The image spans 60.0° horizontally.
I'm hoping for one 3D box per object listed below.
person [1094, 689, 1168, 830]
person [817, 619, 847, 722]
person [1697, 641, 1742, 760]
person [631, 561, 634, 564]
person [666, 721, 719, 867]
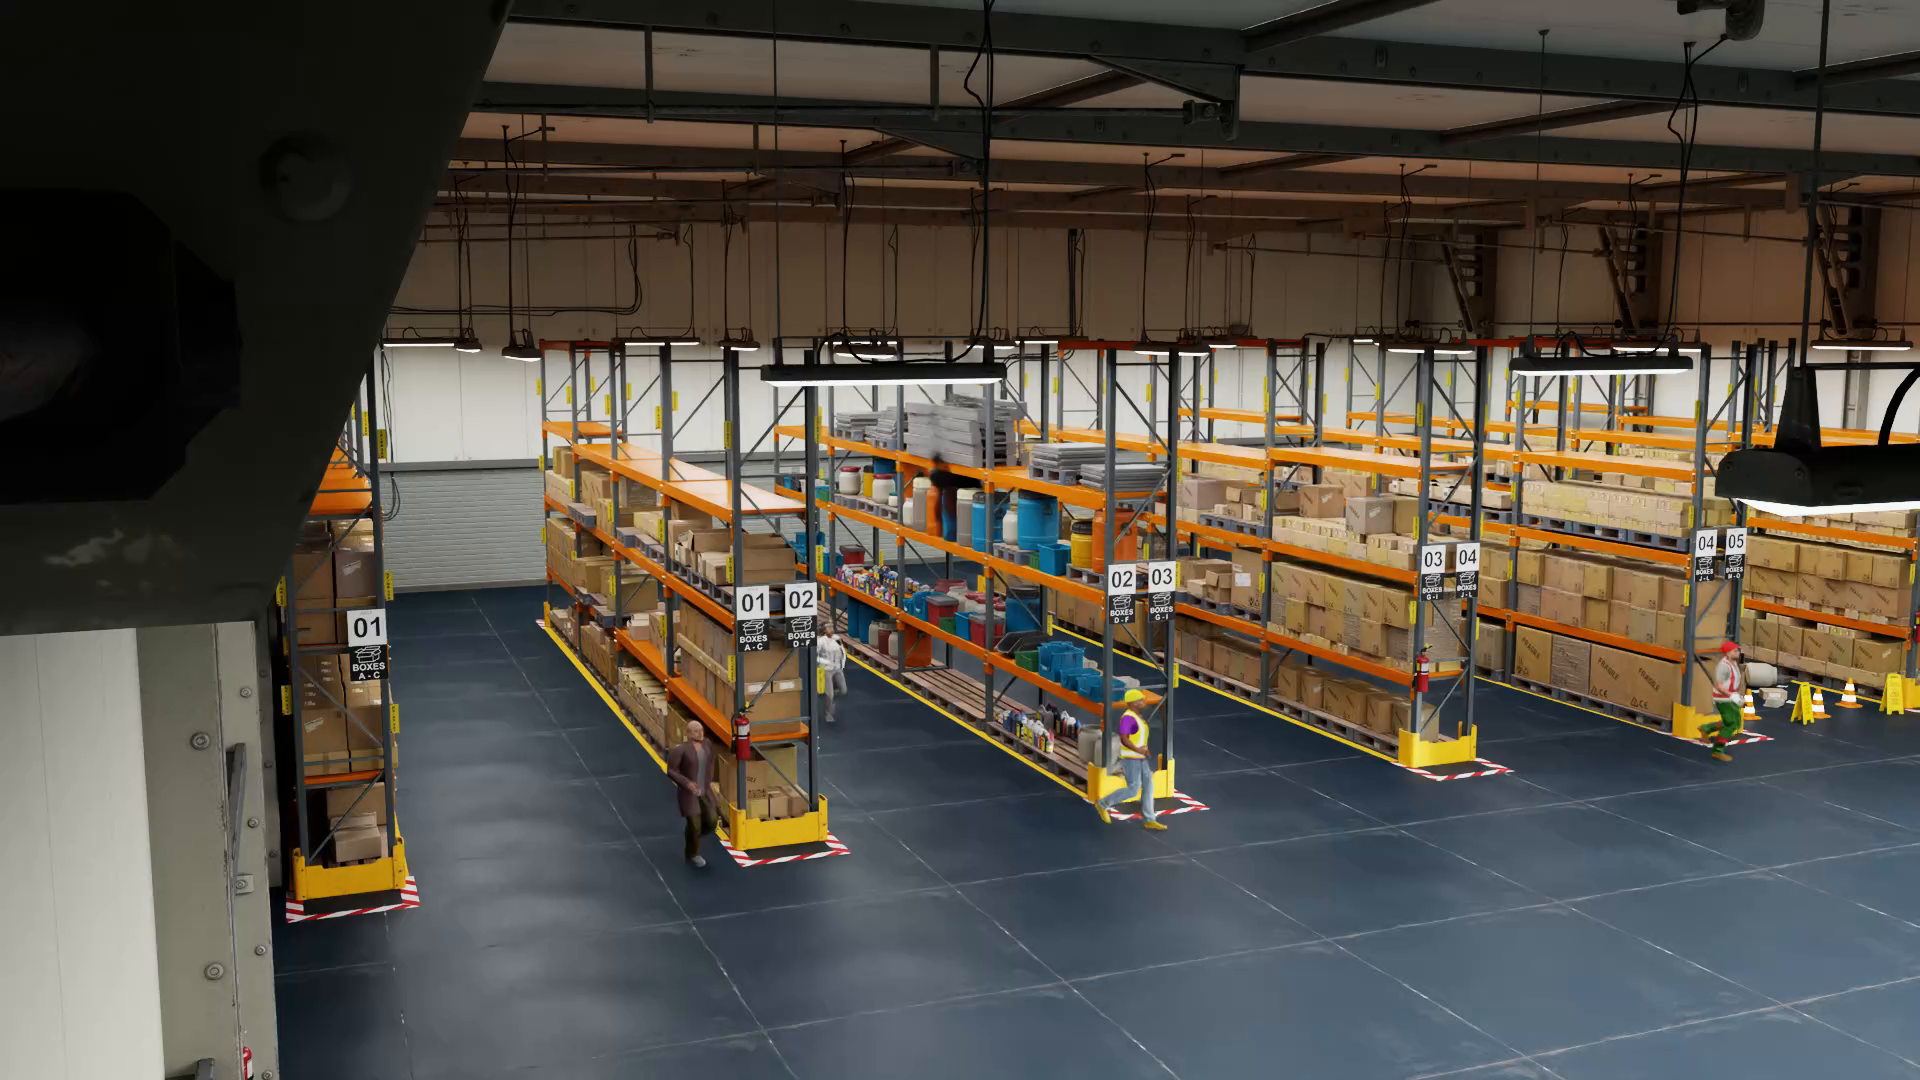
[{"bbox_3d":[2.208,2.748,20.994,0.925,1.725,0.765,2,8,16],"label":"person"},{"bbox_3d":[-2.042,2.071,26.469,0.681,1.659,0.494,-5,9,-36],"label":"person"},{"bbox_3d":[11.098,2.325,24.284,0.586,1.753,0.681,6,9,38],"label":"person"},{"bbox_3d":[-7.320,0.777,36.371,0.569,1.680,0.710,0,7,-3],"label":"person"},{"bbox_3d":[-3.096,2.960,19.457,0.725,1.740,0.659,-7,10,-44],"label":"person"}]
